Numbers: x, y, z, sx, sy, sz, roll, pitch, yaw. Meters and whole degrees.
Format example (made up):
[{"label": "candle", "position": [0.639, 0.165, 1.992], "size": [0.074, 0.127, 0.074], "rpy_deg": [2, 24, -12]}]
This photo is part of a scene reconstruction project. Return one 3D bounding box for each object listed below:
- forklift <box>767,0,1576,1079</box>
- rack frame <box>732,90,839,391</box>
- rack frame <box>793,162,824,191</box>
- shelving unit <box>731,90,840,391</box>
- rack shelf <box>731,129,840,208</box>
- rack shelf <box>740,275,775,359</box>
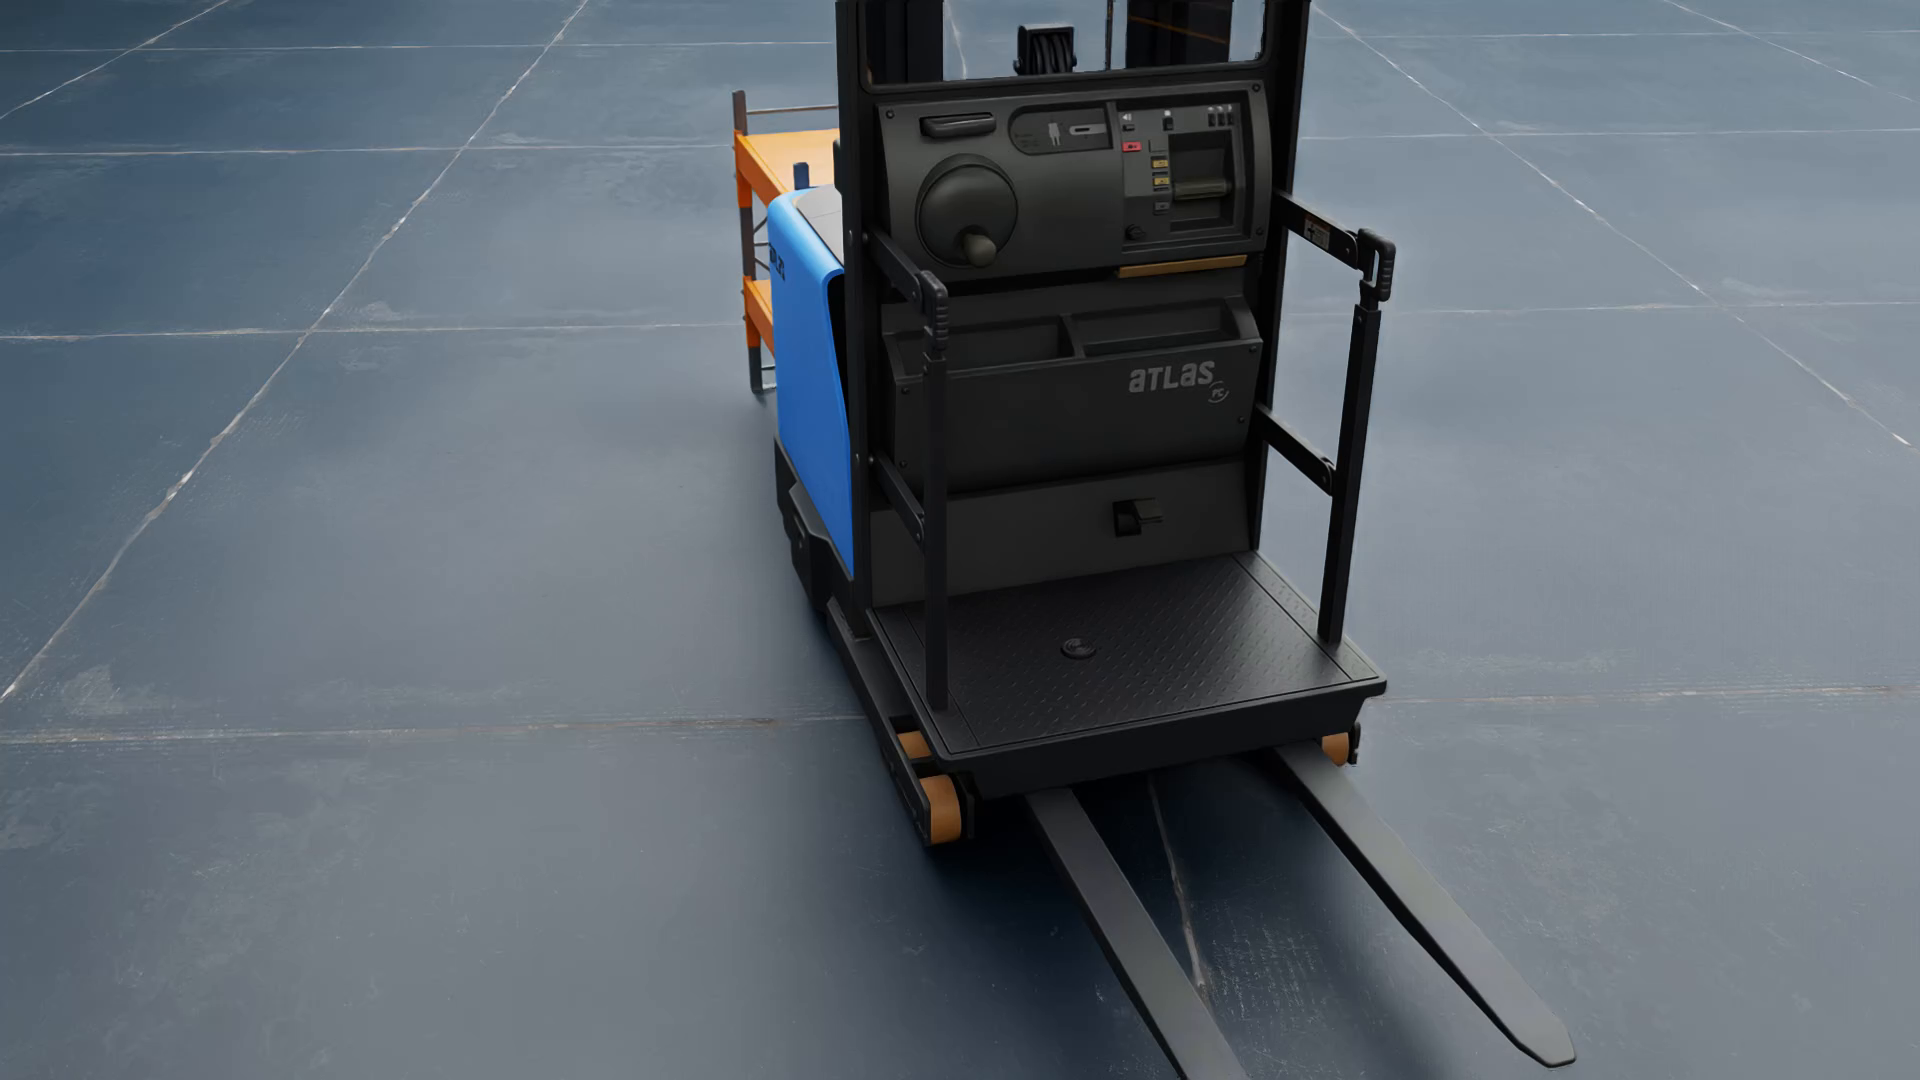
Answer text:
[{"label": "forklift", "position": [0.340, -0.793, 3.601], "size": [1.130, 2.935, 3.031], "rpy_deg": [-8, 29, -15]}, {"label": "rack frame", "position": [-0.560, -1.110, 6.161], "size": [0.500, 1.125, 0.032], "rpy_deg": [-8, 29, -15]}, {"label": "rack frame", "position": [-0.258, -0.661, 5.300], "size": [0.500, 1.125, 0.032], "rpy_deg": [-8, 29, -15]}, {"label": "shelving unit", "position": [-0.409, -0.885, 5.731], "size": [0.538, 1.125, 1.048], "rpy_deg": [-8, 29, -15]}, {"label": "rack shelf", "position": [-0.409, -1.145, 5.595], "size": [0.538, 0.278, 1.000], "rpy_deg": [-8, 29, -15]}, {"label": "rack shelf", "position": [-0.409, -0.668, 5.844], "size": [0.538, 0.278, 1.000], "rpy_deg": [-8, 29, -15]}]
